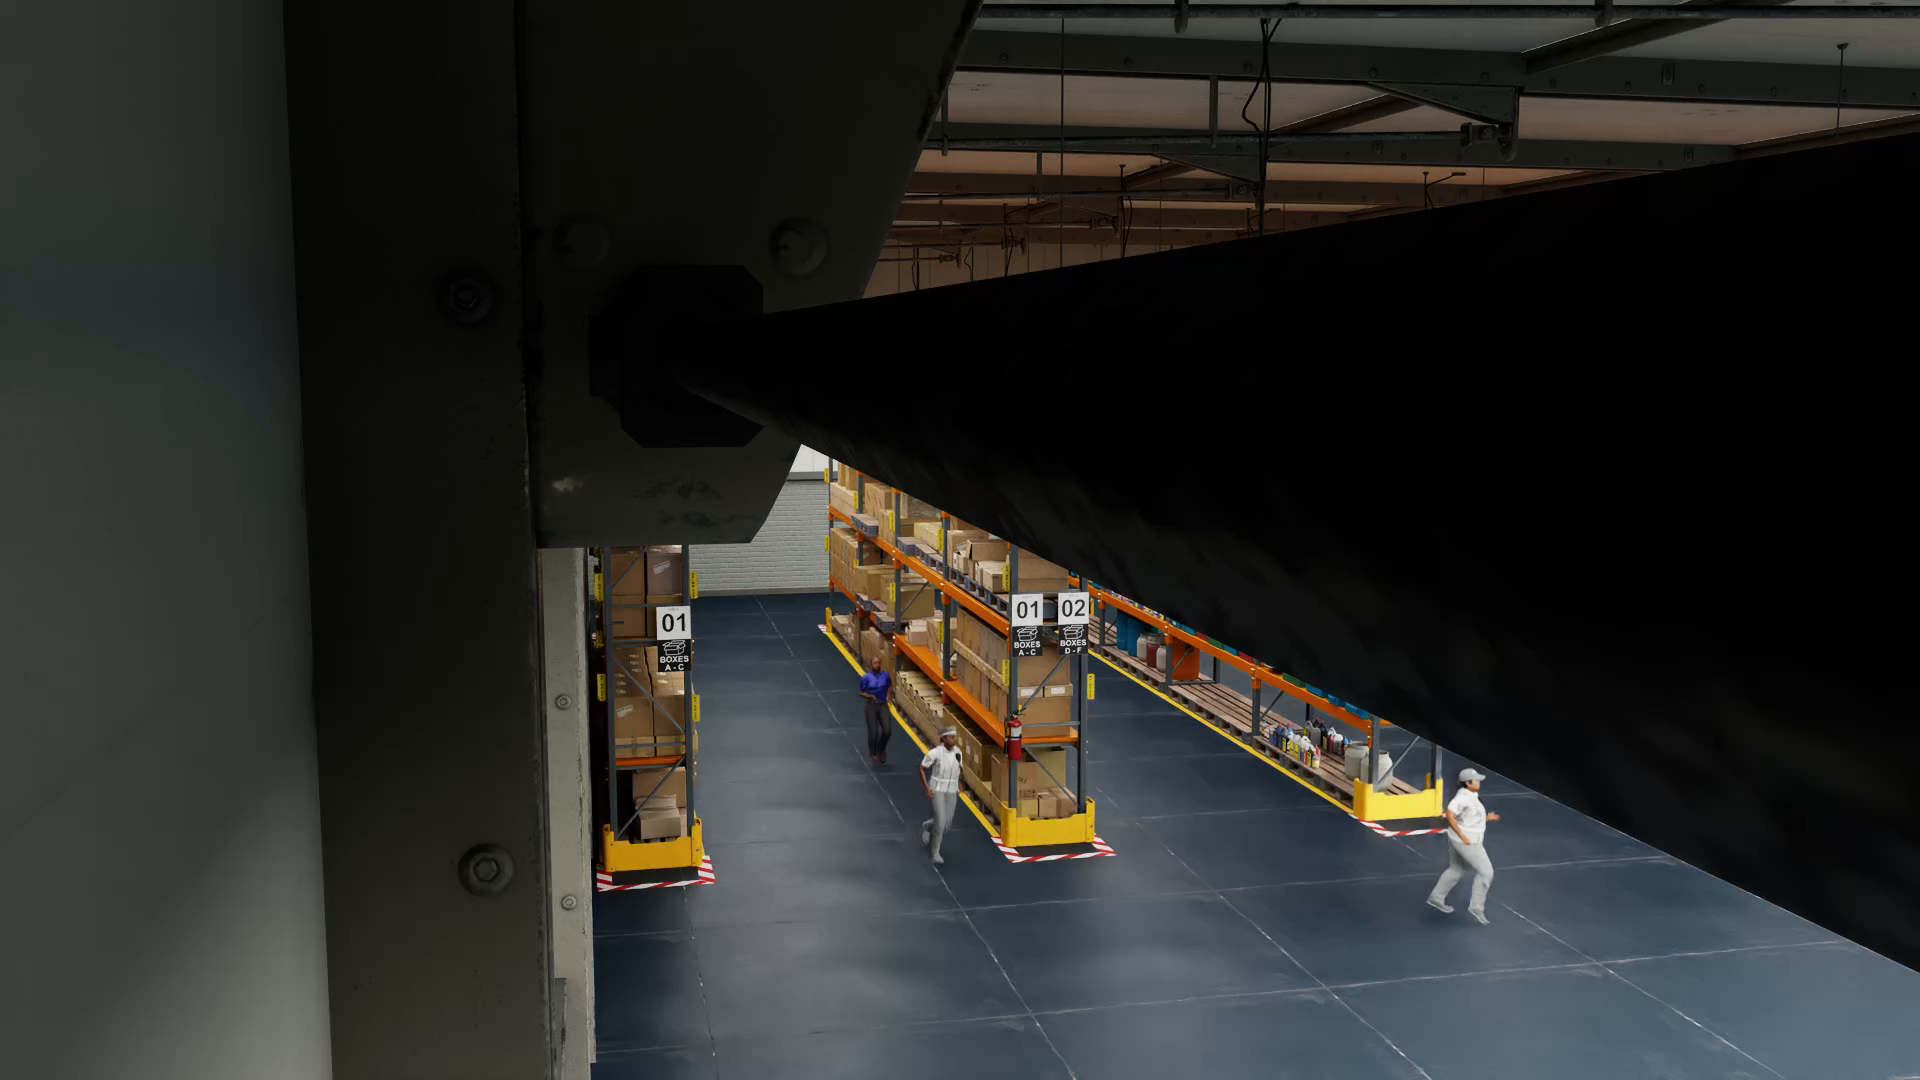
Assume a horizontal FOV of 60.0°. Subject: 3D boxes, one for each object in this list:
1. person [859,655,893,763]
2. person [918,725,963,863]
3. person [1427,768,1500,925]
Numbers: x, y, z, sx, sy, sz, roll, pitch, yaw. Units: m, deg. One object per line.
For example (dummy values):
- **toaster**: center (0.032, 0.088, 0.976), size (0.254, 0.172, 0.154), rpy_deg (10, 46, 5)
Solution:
- **person**: center (-1.215, 2.545, 24.796), size (0.560, 1.641, 0.605), rpy_deg (-2, 7, -16)
- **person**: center (-0.223, 3.100, 20.574), size (0.614, 1.659, 0.641), rpy_deg (-4, 8, -31)
- **person**: center (5.544, 3.357, 18.278), size (0.752, 1.728, 0.584), rpy_deg (1, 7, 10)
